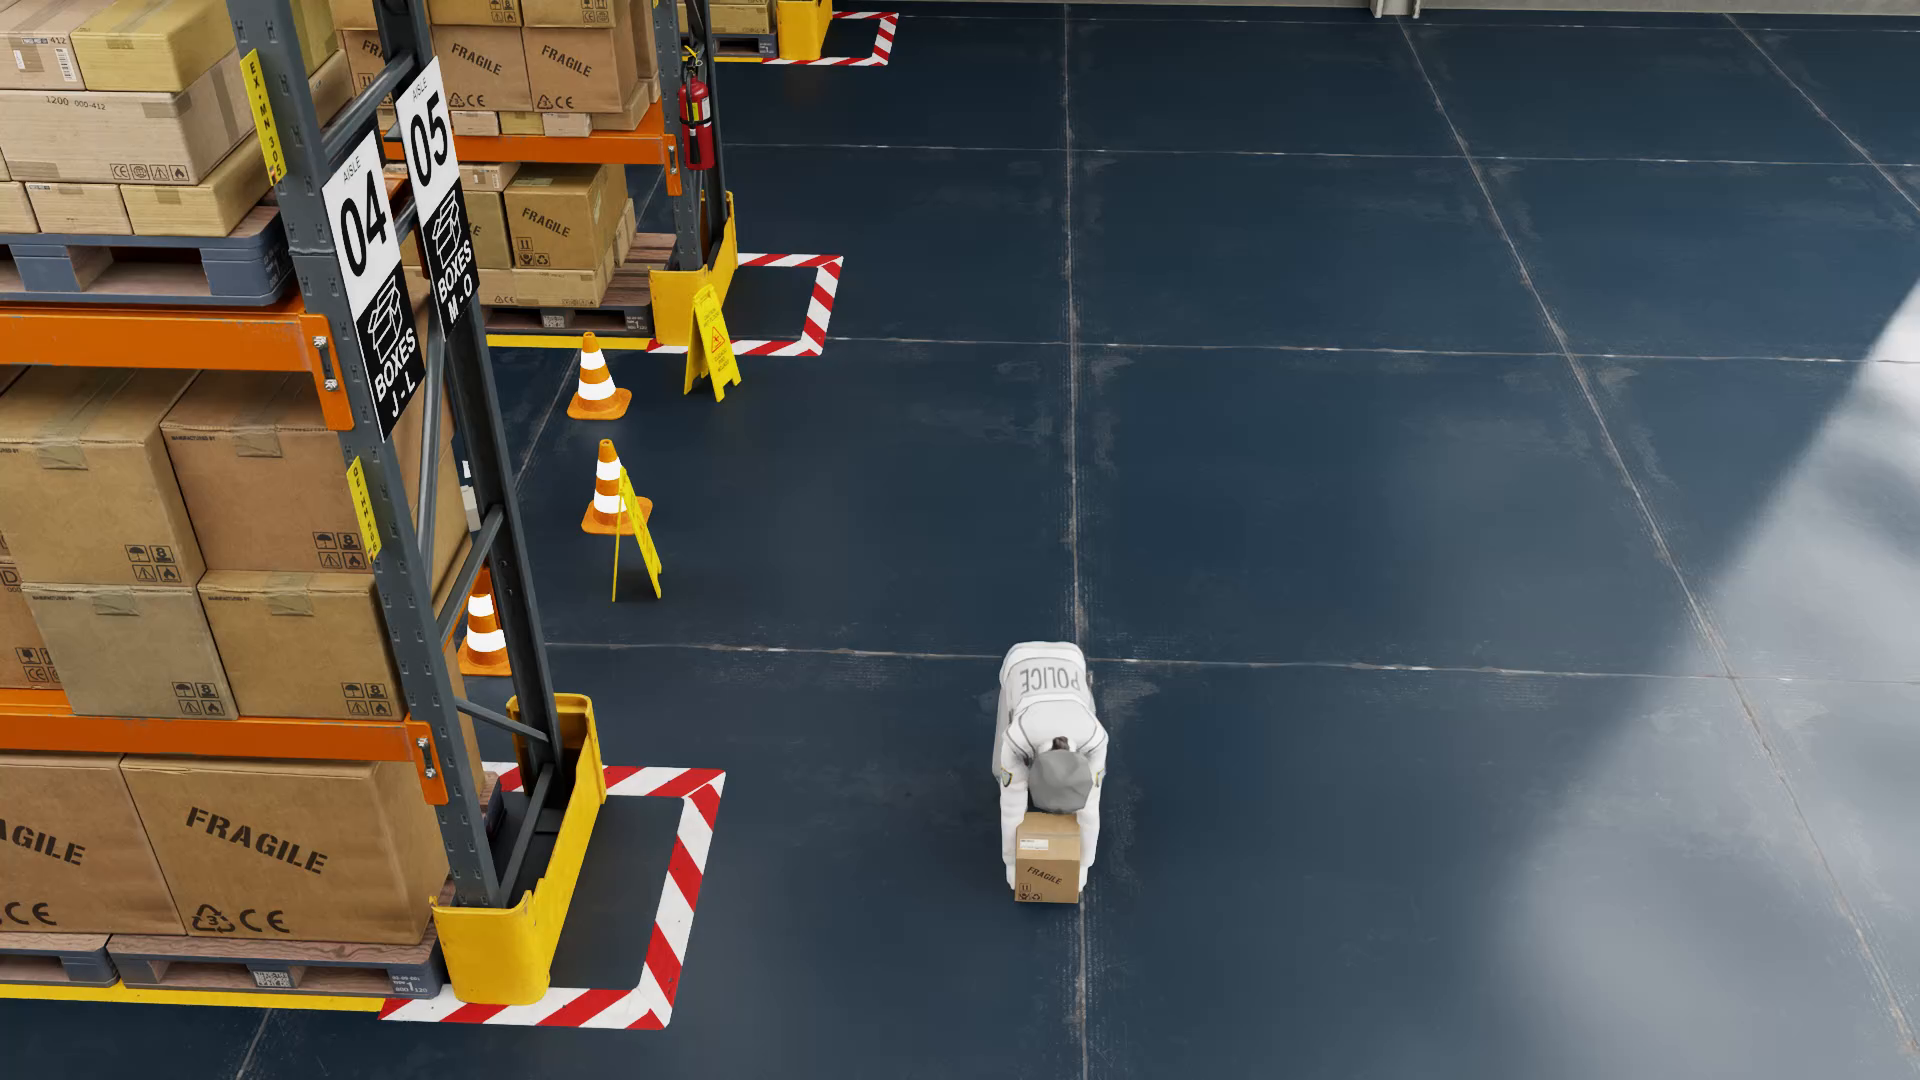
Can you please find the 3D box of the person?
[{"bbox_3d":[0.358,0.890,6.685,0.456,0.758,0.915,0,36,1],"label":"person"}]
